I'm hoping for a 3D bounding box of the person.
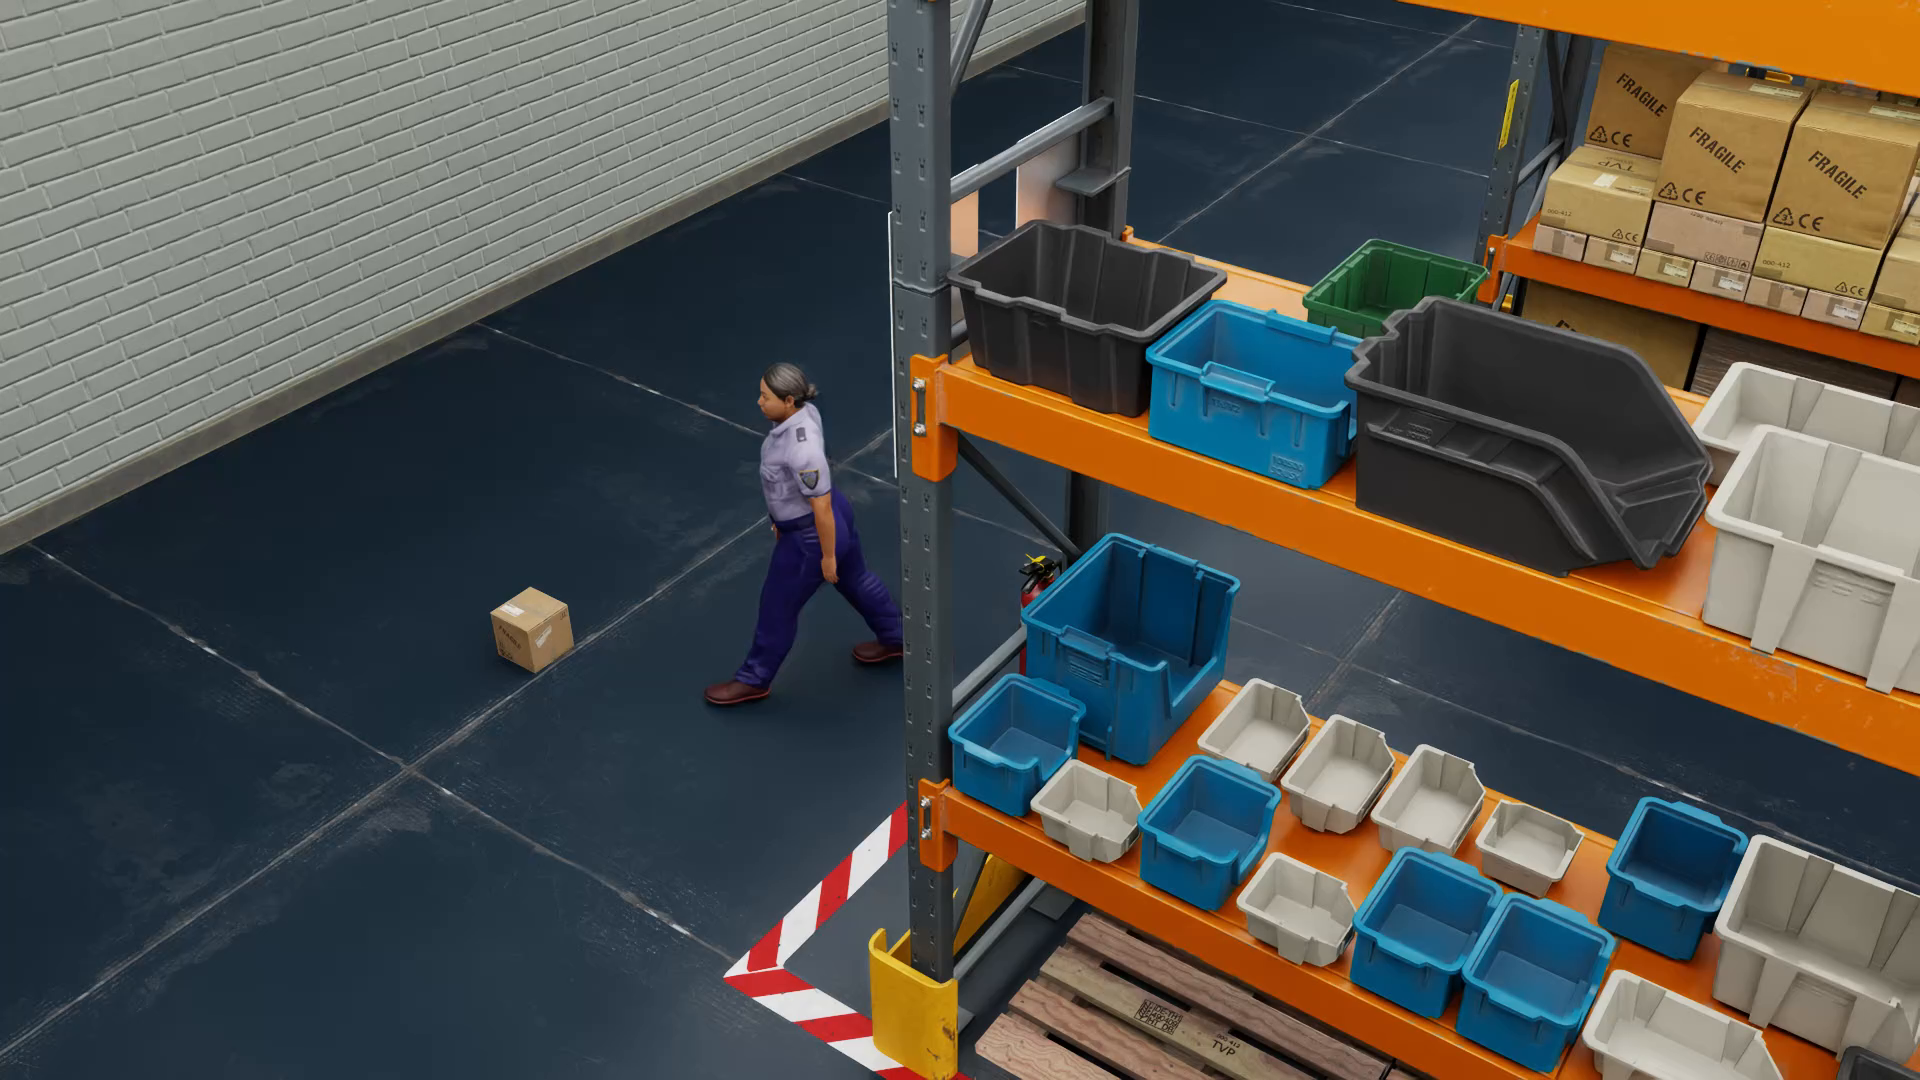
[{"bbox_3d":[-0.680,-0.053,7.228,0.962,1.587,0.502,-1,35,-1],"label":"person"}]
